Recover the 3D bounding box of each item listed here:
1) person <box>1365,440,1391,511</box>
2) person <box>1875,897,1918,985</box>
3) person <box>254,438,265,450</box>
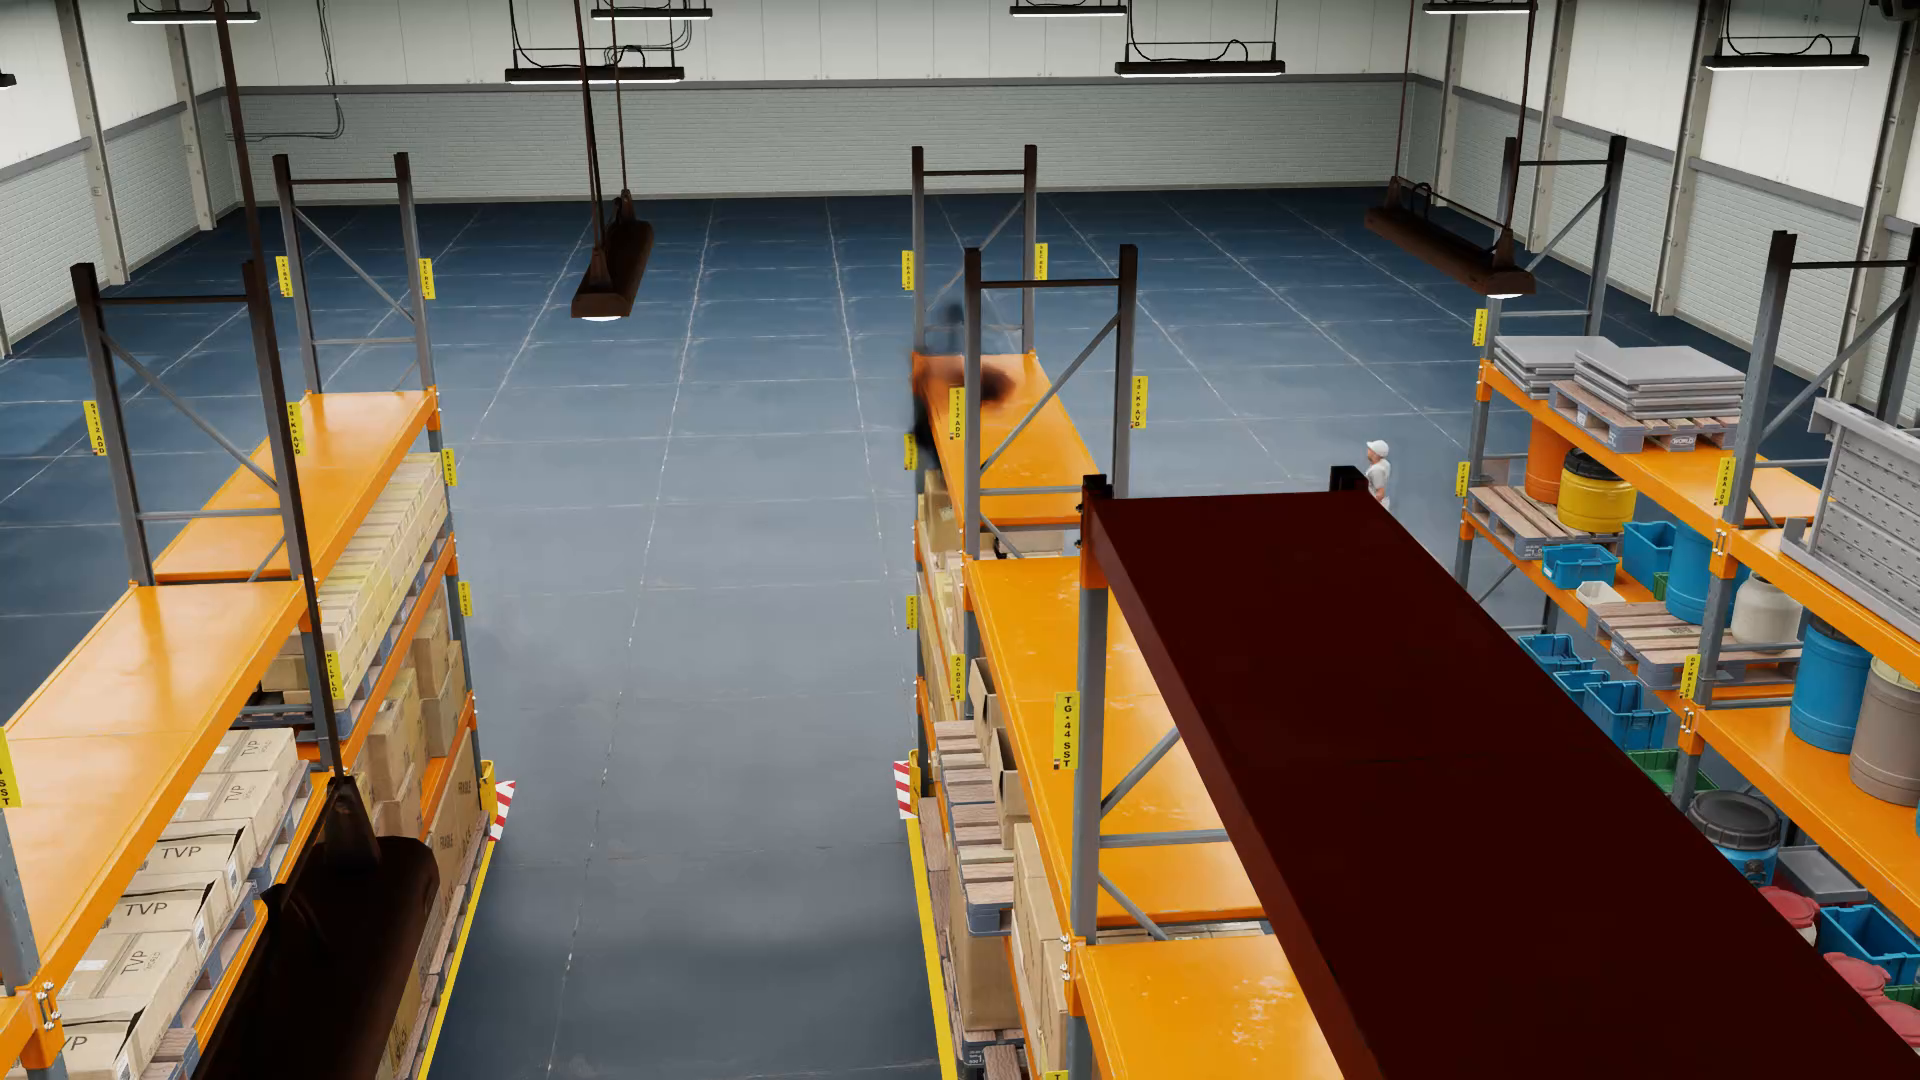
[{"bbox_3d":[5.080,-0.350,20.169,0.783,1.771,0.661,8,23,20],"label":"person"},{"bbox_3d":[7.064,2.680,12.494,0.697,1.753,0.672,-3,22,-7],"label":"person"},{"bbox_3d":[-8.559,-0.455,20.511,0.551,1.688,0.674,18,28,38],"label":"person"}]
